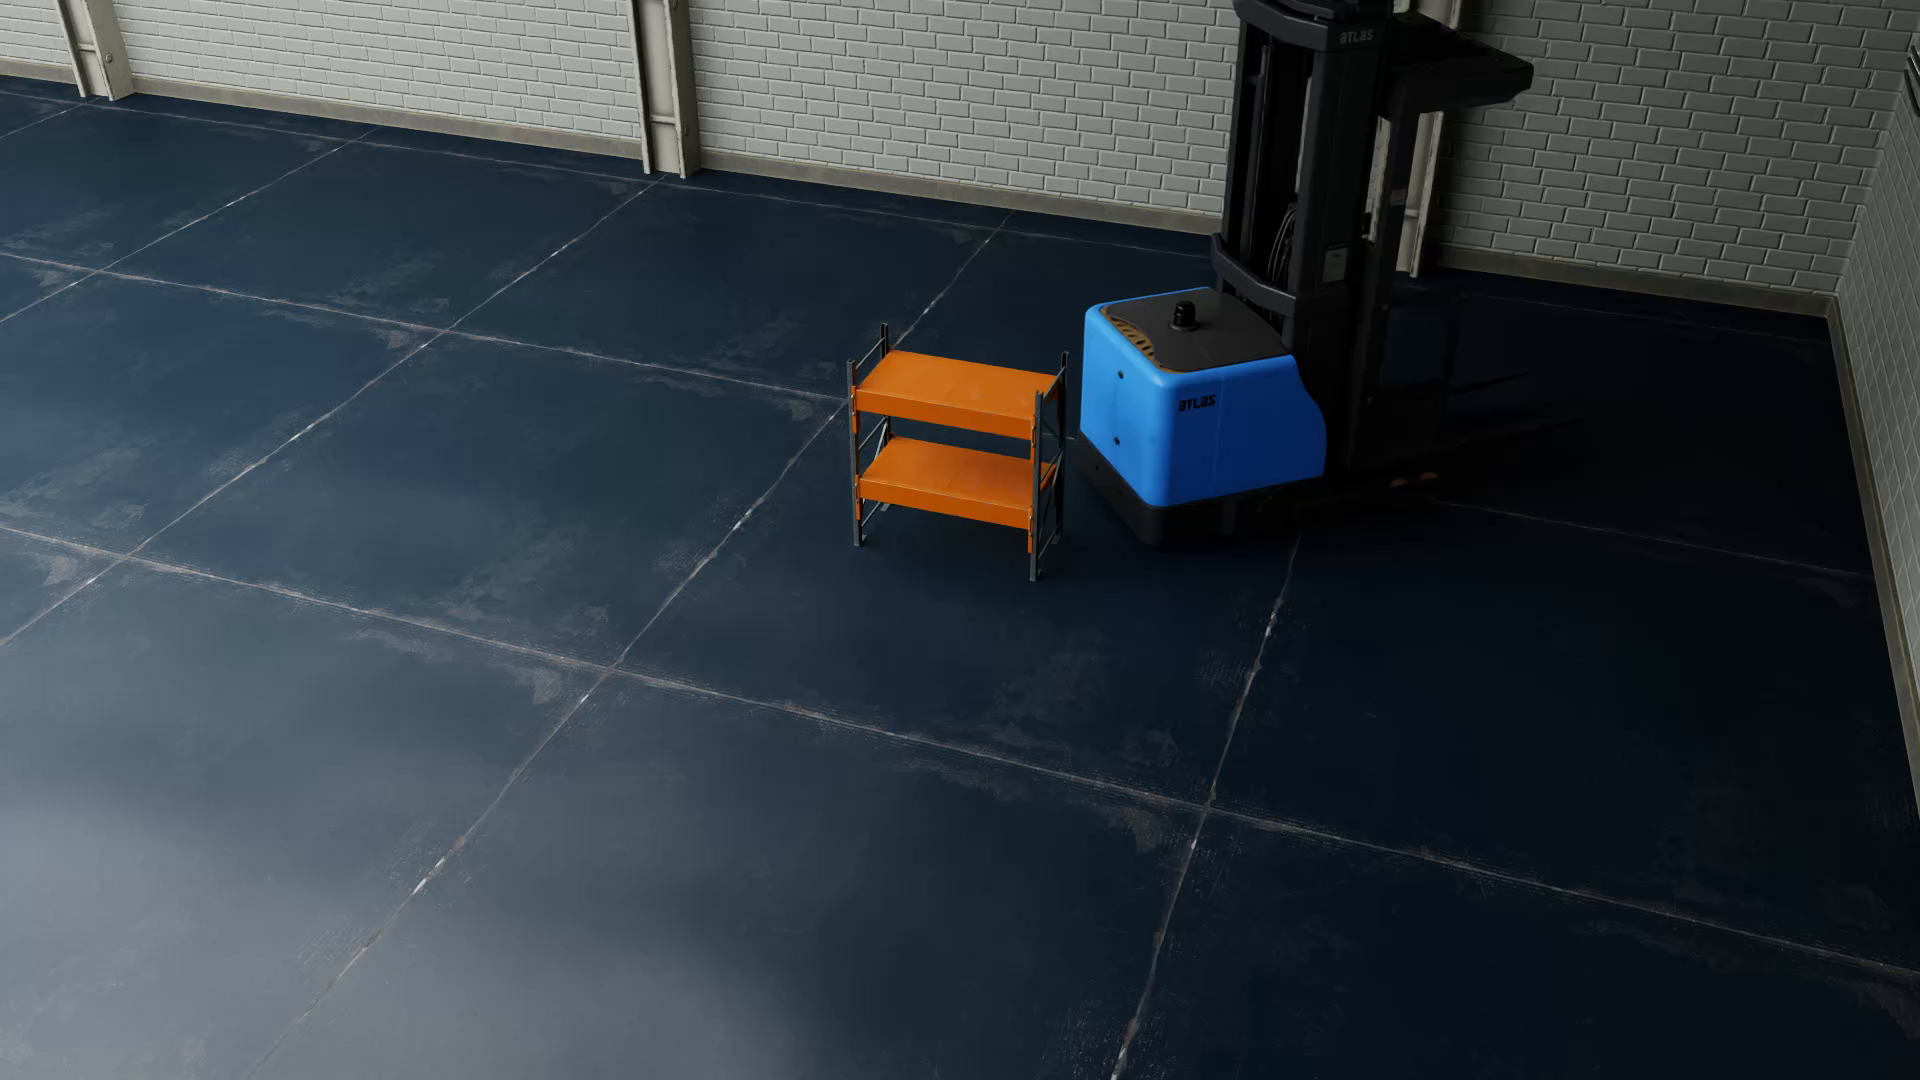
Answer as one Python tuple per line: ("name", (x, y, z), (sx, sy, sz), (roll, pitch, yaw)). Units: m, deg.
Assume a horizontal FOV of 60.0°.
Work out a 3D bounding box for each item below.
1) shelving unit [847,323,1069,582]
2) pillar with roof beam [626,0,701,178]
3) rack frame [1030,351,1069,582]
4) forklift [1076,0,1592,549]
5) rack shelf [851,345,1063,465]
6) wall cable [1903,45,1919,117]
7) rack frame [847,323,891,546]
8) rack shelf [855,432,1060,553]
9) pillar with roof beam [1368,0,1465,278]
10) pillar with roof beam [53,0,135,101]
("shelving unit", (-0.006, -0.474, 8.915), (1.048, 1.125, 0.538), (11, 34, 16))
("pillar with roof beam", (-3.877, -4.718, 8.229), (0.400, 9.000, 9.100), (11, 34, 16))
("rack frame", (0.472, -0.381, 8.771), (0.032, 1.125, 0.500), (11, 34, 16))
("forklift", (2.254, -1.674, 9.108), (3.031, 2.935, 1.130), (-11, 35, -17))
("rack shelf", (-0.006, -0.720, 8.756), (1.000, 0.278, 0.538), (11, 34, 16))
("wall cable", (5.551, -3.299, 8.895), (0.112, 2.526, 3.097), (11, 34, 16))
("rack frame", (-0.485, -0.567, 9.059), (0.032, 1.125, 0.500), (11, 34, 16))
("rack shelf", (-0.006, -0.268, 9.047), (1.000, 0.278, 0.538), (11, 34, 16))
("pillar with roof beam", (1.771, -3.620, 6.529), (0.400, 9.000, 9.100), (11, 34, 16))
("pillar with roof beam", (-9.525, -5.816, 9.930), (0.400, 9.000, 9.100), (11, 34, 16))
